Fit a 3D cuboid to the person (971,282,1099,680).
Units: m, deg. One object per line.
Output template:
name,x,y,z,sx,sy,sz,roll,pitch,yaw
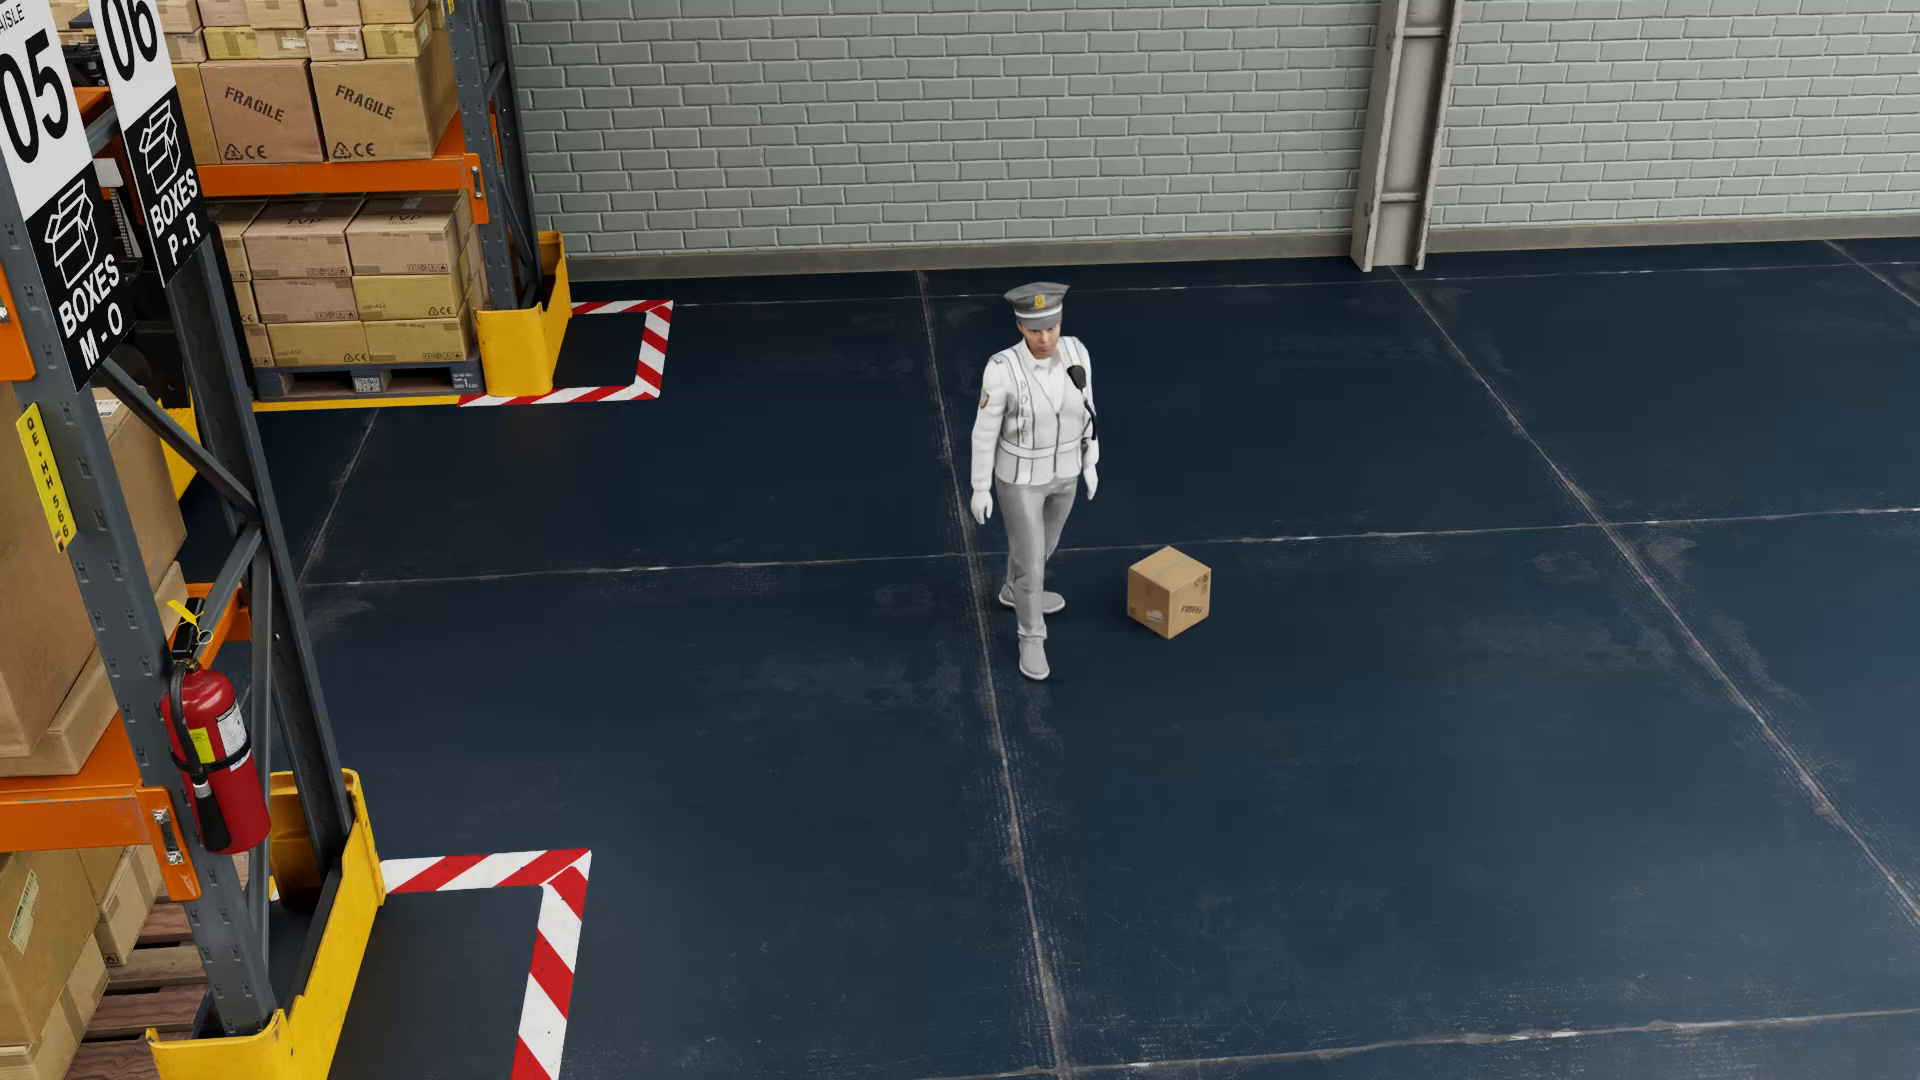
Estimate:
person,0.273,-0.284,6.593,0.536,1.667,0.569,-16,35,-24
